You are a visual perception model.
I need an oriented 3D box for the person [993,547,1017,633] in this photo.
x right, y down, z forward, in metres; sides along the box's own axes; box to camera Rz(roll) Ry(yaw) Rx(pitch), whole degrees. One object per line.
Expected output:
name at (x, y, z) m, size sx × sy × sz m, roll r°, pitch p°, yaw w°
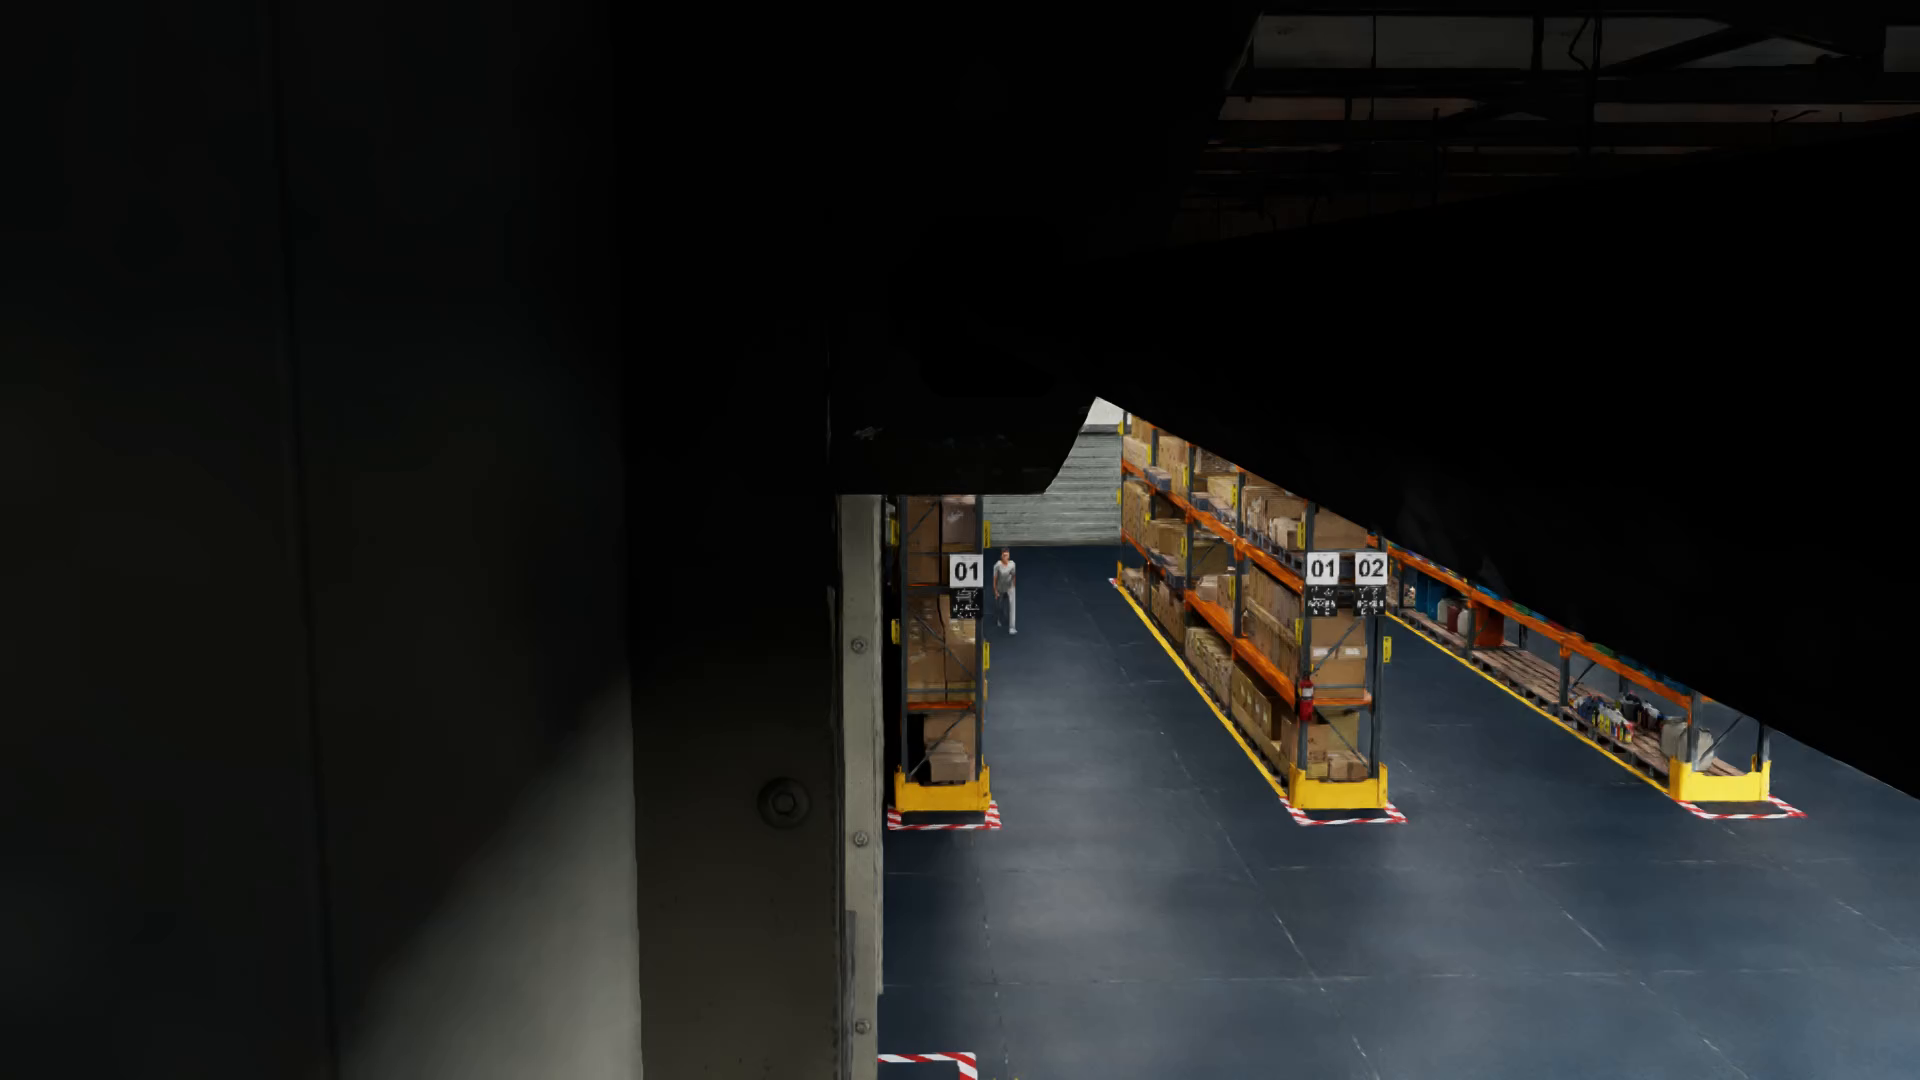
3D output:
person at (0.836, 0.917, 31.288) m, size 0.449 × 1.585 × 1.094 m, roll -1°, pitch 8°, yaw -4°
